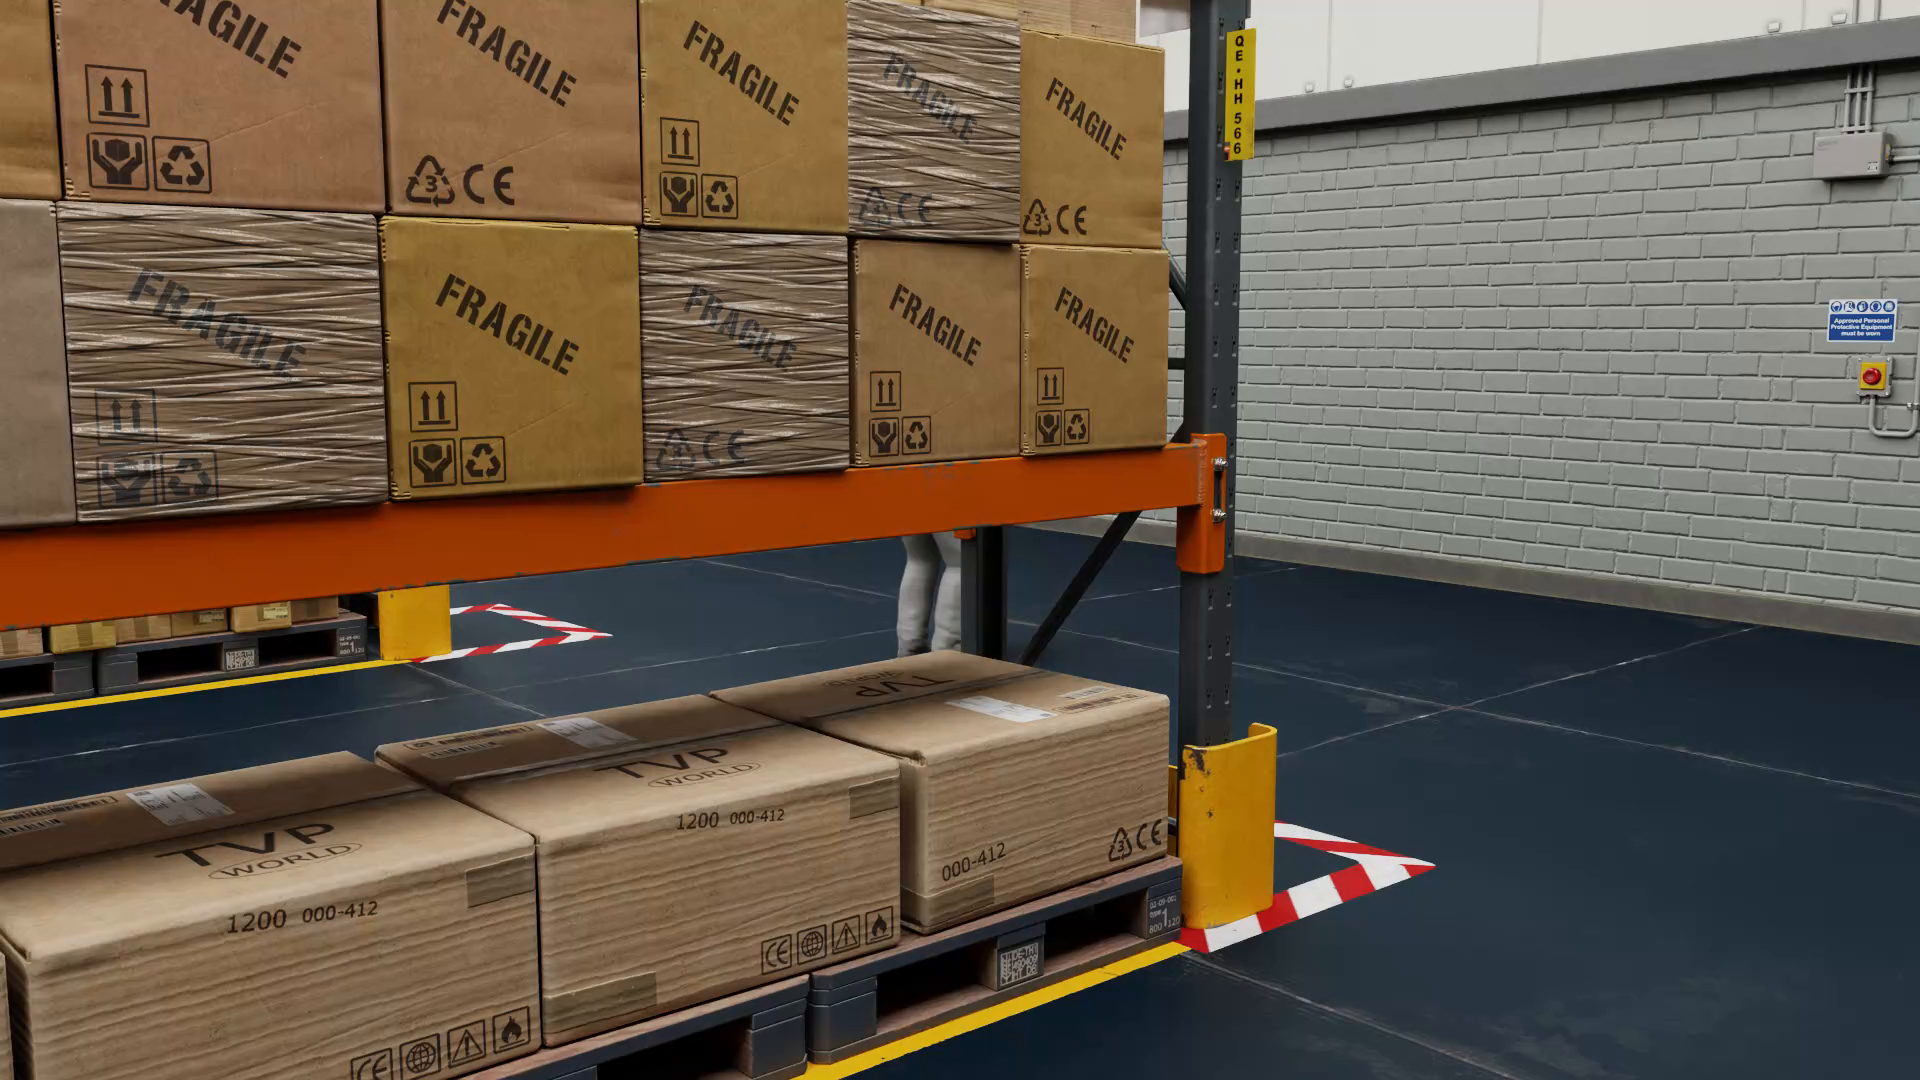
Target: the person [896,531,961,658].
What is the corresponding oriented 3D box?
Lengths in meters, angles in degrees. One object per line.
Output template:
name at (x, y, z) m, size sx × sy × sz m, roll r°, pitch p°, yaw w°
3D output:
person at (-0.055, -0.260, 7.847) m, size 0.597 × 1.741 × 0.483 m, roll -7°, pitch 10°, yaw -42°
